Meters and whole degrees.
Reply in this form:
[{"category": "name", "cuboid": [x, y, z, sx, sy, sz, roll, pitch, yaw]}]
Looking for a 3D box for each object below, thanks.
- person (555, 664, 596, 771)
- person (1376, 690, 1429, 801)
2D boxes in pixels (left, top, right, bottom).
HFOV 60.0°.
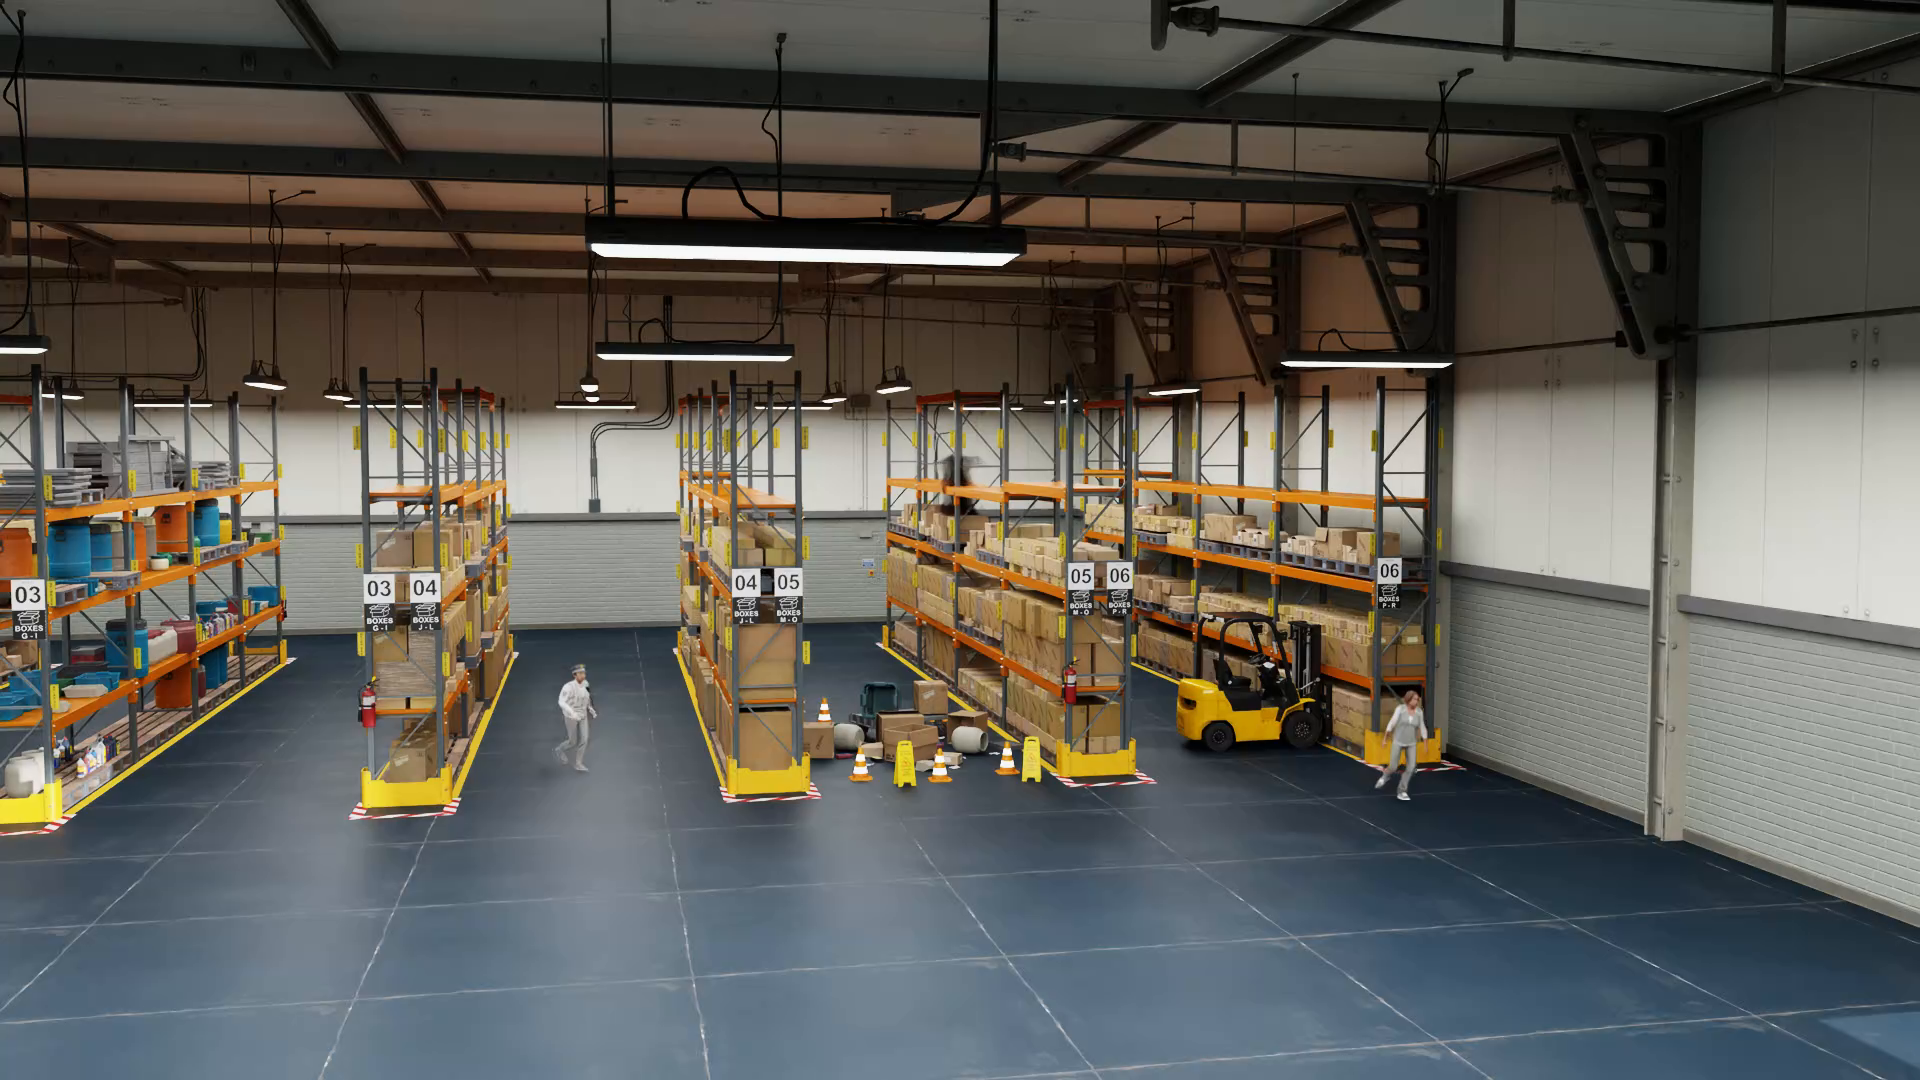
[{"category": "person", "cuboid": [-5.904, 2.683, 25.337, 0.703, 1.644, 0.616, 3, 5, 44]}, {"category": "person", "cuboid": [6.186, 2.845, 23.252, 0.591, 1.542, 0.577, 0, 3, -7]}]
